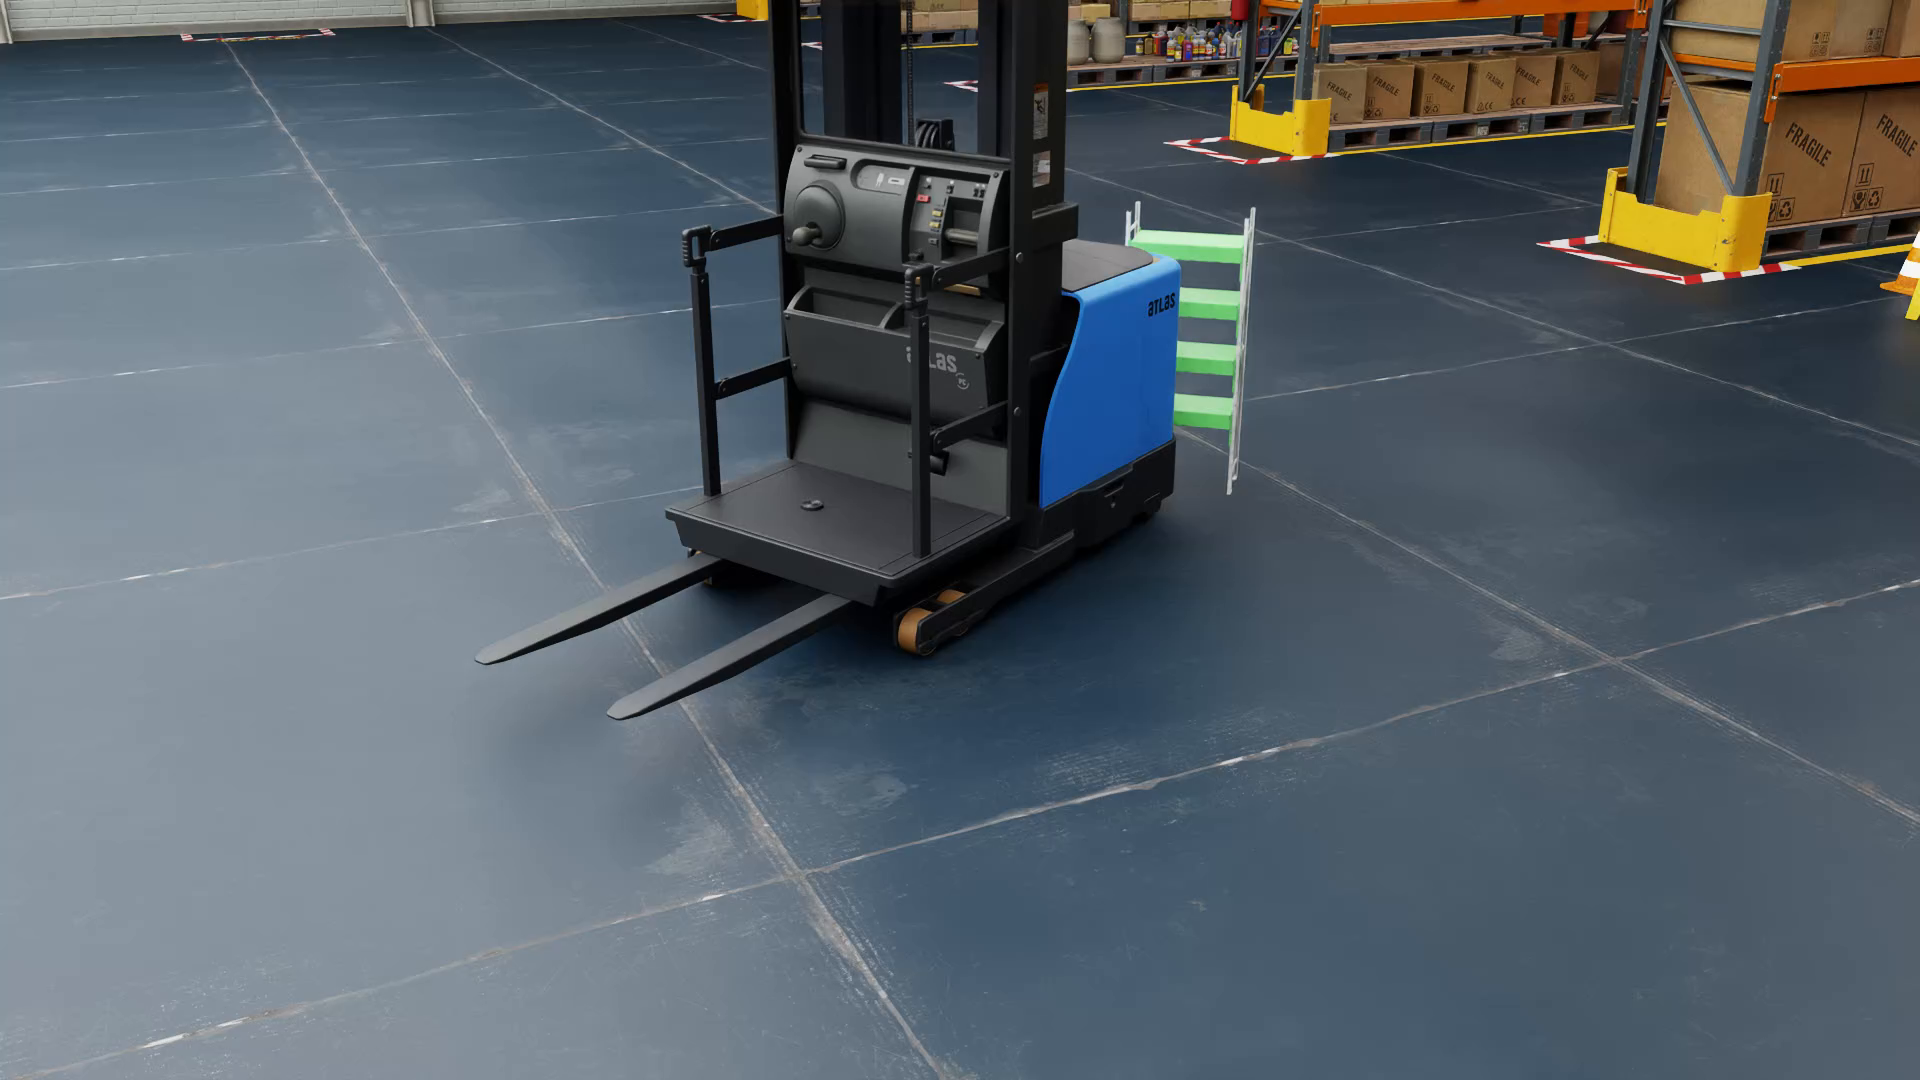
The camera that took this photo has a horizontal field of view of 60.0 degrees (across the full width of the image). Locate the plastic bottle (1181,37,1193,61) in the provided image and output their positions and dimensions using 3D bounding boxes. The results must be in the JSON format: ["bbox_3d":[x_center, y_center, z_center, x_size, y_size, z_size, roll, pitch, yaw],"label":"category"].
[{"bbox_3d":[2.771,-5.990,20.275,0.133,0.283,0.061,-10,25,-23],"label":"plastic bottle"}]

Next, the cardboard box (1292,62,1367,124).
[{"bbox_3d":[3.508,-4.247,15.807,0.500,0.500,0.500,-6,23,-14],"label":"cardboard box"}]

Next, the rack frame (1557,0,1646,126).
[{"bbox_3d":[6.543,-5.774,16.776,0.127,3.000,1.000,-10,25,-24],"label":"rack frame"}]

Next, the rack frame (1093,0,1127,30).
[{"bbox_3d":[2.250,-9.188,25.025,0.127,3.000,1.000,-10,25,-24],"label":"rack frame"}]

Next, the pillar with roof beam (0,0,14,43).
[{"bbox_3d":[-12.196,-9.943,19.005,0.400,9.000,9.100,-10,25,-24],"label":"pillar with roof beam"}]

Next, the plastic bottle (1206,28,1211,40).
[{"bbox_3d":[3.150,-6.394,21.250,0.133,0.283,0.061,-9,24,-21],"label":"plastic bottle"}]

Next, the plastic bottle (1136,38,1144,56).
[{"bbox_3d":[2.255,-6.183,20.849,0.097,0.201,0.097,0,22,0],"label":"plastic bottle"}]

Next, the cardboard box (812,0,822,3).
[{"bbox_3d":[-2.330,-9.371,28.406,0.500,0.311,0.500,-8,24,-19],"label":"cardboard box"}]

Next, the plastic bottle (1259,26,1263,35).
[{"bbox_3d":[3.917,-6.521,21.575,0.097,0.271,0.097,0,22,0],"label":"plastic bottle"}]

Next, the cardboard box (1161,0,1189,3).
[{"bbox_3d":[3.183,-8.435,25.518,0.500,0.311,0.500,-11,25,-24],"label":"cardboard box"}]

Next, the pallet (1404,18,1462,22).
[{"bbox_3d":[7.641,-8.875,27.914,1.213,0.211,1.003,-10,25,-24],"label":"pallet"}]

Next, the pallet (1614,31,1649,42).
[{"bbox_3d":[9.789,-7.202,23.872,1.213,0.211,1.003,-10,25,-24],"label":"pallet"}]

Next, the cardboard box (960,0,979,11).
[{"bbox_3d":[0.120,-7.978,24.167,0.500,0.500,0.500,-10,25,-24],"label":"cardboard box"}]

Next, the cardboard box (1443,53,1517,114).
[{"bbox_3d":[5.127,-4.532,16.497,0.500,0.500,0.500,-13,26,-28],"label":"cardboard box"}]

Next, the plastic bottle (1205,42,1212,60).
[{"bbox_3d":[3.047,-6.011,20.432,0.097,0.201,0.097,0,22,0],"label":"plastic bottle"}]

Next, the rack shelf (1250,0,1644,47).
[{"bbox_3d":[4.740,-5.110,16.112,4.000,0.370,1.077,-10,25,-24],"label":"rack shelf"}]

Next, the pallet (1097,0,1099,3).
[{"bbox_3d":[1.899,-9.940,30.487,1.213,0.211,1.003,-10,25,-24],"label":"pallet"}]

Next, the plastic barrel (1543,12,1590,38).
[{"bbox_3d":[8.432,-7.422,23.048,0.708,0.830,0.600,-10,25,-24],"label":"plastic barrel"}]

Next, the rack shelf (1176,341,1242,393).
[{"bbox_3d":[0.965,-0.762,7.188,0.480,0.148,0.258,6,23,14],"label":"rack shelf"}]

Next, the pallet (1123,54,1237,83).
[{"bbox_3d":[2.670,-5.891,20.706,1.213,0.211,1.003,-10,25,-24],"label":"pallet"}]

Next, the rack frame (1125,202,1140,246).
[{"bbox_3d":[0.730,-0.846,7.225,0.015,1.200,0.240,6,23,14],"label":"rack frame"}]

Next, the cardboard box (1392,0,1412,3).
[{"bbox_3d":[3.980,-5.079,15.426,0.250,0.149,0.380,-10,25,-24],"label":"cardboard box"}]

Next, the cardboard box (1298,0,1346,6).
[{"bbox_3d":[3.299,-4.959,15.137,0.250,0.149,0.380,-10,25,-24],"label":"cardboard box"}]

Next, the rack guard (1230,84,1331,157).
[{"bbox_3d":[3.007,-3.968,15.682,0.348,0.500,1.175,-10,25,-24],"label":"rack guard"}]

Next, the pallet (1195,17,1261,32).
[{"bbox_3d":[3.997,-8.239,26.379,1.213,0.211,1.003,-10,25,-24],"label":"pallet"}]

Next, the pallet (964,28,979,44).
[{"bbox_3d":[0.414,-7.579,24.782,1.213,0.211,1.003,-10,25,-24],"label":"pallet"}]

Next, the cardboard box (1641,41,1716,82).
[{"bbox_3d":[7.543,-4.989,17.574,0.500,0.500,0.700,-11,25,-24],"label":"cardboard box"}]

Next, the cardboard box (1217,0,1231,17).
[{"bbox_3d":[4.106,-8.349,26.043,0.500,0.250,0.500,-10,24,-23],"label":"cardboard box"}]

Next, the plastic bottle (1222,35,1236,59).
[{"bbox_3d":[3.327,-6.108,20.570,0.135,0.276,0.152,-10,24,-23],"label":"plastic bottle"}]

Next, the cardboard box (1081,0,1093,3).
[{"bbox_3d":[1.696,-8.489,25.402,0.500,0.500,0.500,-10,25,-24],"label":"cardboard box"}]

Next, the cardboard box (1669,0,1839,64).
[{"bbox_3d":[5.313,-3.531,11.161,0.550,0.550,0.875,-10,25,-24],"label":"cardboard box"}]

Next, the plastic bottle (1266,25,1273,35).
[{"bbox_3d":[3.877,-6.303,20.944,0.185,0.351,0.144,-10,25,-24],"label":"plastic bottle"}]

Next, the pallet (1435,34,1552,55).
[{"bbox_3d":[7.284,-6.741,22.758,1.213,0.211,1.003,-10,25,-24],"label":"pallet"}]

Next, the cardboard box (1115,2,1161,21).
[{"bbox_3d":[2.720,-8.093,25.426,0.500,0.250,0.500,-11,25,-25],"label":"cardboard box"}]

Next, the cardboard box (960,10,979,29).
[{"bbox_3d":[0.125,-7.628,24.301,0.500,0.250,0.500,-10,25,-24],"label":"cardboard box"}]

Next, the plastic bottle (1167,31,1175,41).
[{"bbox_3d":[2.619,-6.273,20.968,0.135,0.276,0.152,-11,25,-25],"label":"plastic bottle"}]

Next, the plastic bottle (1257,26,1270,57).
[{"bbox_3d":[3.766,-6.222,20.747,0.185,0.351,0.144,-12,25,-26],"label":"plastic bottle"}]

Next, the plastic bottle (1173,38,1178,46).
[{"bbox_3d":[2.690,-6.199,20.886,0.097,0.201,0.097,0,22,0],"label":"plastic bottle"}]

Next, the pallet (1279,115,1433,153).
[{"bbox_3d":[3.754,-3.957,16.033,1.213,0.211,1.003,-10,25,-24],"label":"pallet"}]

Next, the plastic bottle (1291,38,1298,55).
[{"bbox_3d":[4.203,-6.223,20.946,0.097,0.201,0.097,0,22,0],"label":"plastic bottle"}]

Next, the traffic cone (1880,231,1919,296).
[{"bbox_3d":[6.093,-1.811,10.519,0.334,0.463,0.336,-10,25,-24],"label":"traffic cone"}]

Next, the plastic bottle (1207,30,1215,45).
[{"bbox_3d":[3.201,-6.364,21.194,0.097,0.271,0.097,0,22,0],"label":"plastic bottle"}]

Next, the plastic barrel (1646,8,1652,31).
[{"bbox_3d":[9.920,-7.587,23.862,0.421,0.512,0.421,0,22,0],"label":"plastic barrel"}]

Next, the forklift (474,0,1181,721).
[{"bbox_3d":[-0.372,-1.162,5.724,1.130,2.935,3.031,16,27,33],"label":"forklift"}]

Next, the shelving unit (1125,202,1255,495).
[{"bbox_3d":[0.965,-0.821,7.164,0.503,1.200,0.258,6,23,14],"label":"shelving unit"}]
